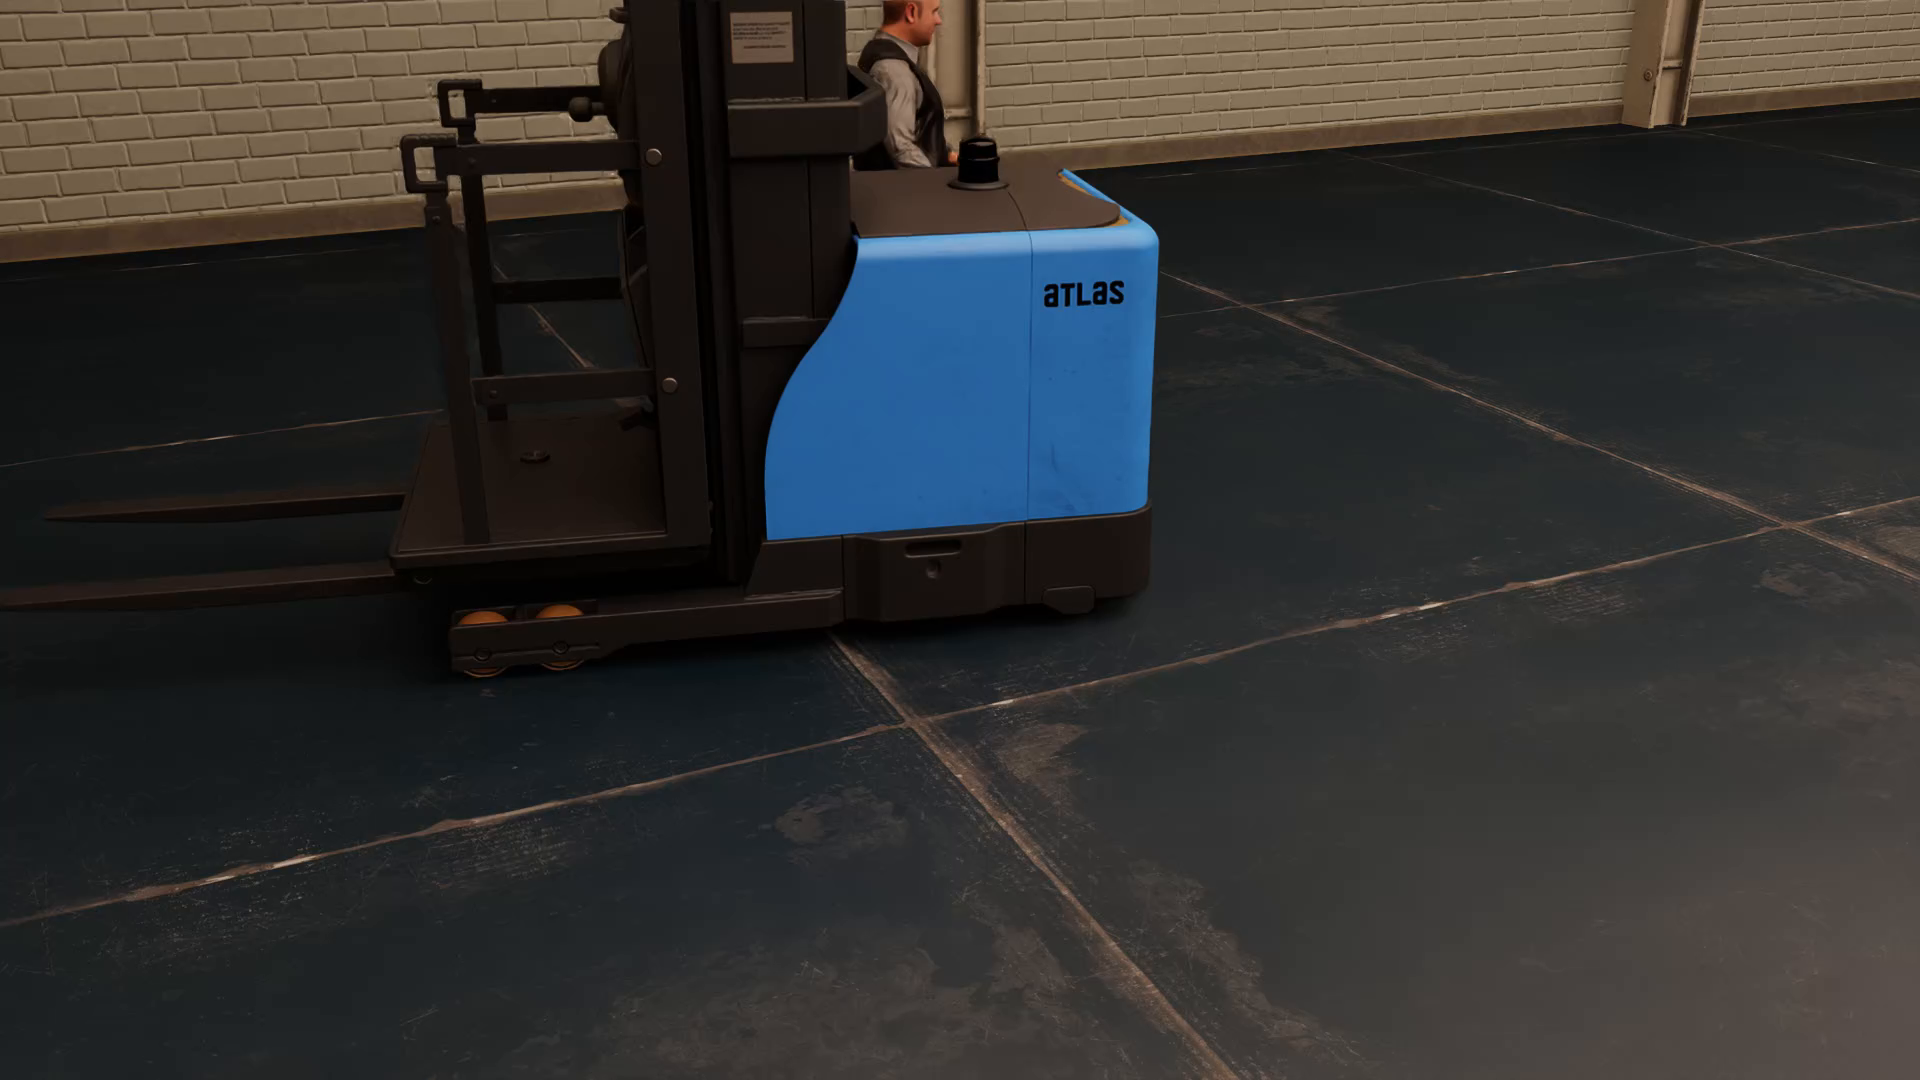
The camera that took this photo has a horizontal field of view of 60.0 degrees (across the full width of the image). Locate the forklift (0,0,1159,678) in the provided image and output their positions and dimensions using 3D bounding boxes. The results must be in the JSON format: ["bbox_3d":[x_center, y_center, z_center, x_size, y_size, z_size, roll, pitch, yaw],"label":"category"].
[{"bbox_3d":[-1.044,-1.222,4.227,3.031,2.935,1.130,-4,23,-11],"label":"forklift"}]

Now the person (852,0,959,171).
[{"bbox_3d":[-0.145,-1.237,6.078,0.714,1.591,0.939,-2,23,-5],"label":"person"}]
